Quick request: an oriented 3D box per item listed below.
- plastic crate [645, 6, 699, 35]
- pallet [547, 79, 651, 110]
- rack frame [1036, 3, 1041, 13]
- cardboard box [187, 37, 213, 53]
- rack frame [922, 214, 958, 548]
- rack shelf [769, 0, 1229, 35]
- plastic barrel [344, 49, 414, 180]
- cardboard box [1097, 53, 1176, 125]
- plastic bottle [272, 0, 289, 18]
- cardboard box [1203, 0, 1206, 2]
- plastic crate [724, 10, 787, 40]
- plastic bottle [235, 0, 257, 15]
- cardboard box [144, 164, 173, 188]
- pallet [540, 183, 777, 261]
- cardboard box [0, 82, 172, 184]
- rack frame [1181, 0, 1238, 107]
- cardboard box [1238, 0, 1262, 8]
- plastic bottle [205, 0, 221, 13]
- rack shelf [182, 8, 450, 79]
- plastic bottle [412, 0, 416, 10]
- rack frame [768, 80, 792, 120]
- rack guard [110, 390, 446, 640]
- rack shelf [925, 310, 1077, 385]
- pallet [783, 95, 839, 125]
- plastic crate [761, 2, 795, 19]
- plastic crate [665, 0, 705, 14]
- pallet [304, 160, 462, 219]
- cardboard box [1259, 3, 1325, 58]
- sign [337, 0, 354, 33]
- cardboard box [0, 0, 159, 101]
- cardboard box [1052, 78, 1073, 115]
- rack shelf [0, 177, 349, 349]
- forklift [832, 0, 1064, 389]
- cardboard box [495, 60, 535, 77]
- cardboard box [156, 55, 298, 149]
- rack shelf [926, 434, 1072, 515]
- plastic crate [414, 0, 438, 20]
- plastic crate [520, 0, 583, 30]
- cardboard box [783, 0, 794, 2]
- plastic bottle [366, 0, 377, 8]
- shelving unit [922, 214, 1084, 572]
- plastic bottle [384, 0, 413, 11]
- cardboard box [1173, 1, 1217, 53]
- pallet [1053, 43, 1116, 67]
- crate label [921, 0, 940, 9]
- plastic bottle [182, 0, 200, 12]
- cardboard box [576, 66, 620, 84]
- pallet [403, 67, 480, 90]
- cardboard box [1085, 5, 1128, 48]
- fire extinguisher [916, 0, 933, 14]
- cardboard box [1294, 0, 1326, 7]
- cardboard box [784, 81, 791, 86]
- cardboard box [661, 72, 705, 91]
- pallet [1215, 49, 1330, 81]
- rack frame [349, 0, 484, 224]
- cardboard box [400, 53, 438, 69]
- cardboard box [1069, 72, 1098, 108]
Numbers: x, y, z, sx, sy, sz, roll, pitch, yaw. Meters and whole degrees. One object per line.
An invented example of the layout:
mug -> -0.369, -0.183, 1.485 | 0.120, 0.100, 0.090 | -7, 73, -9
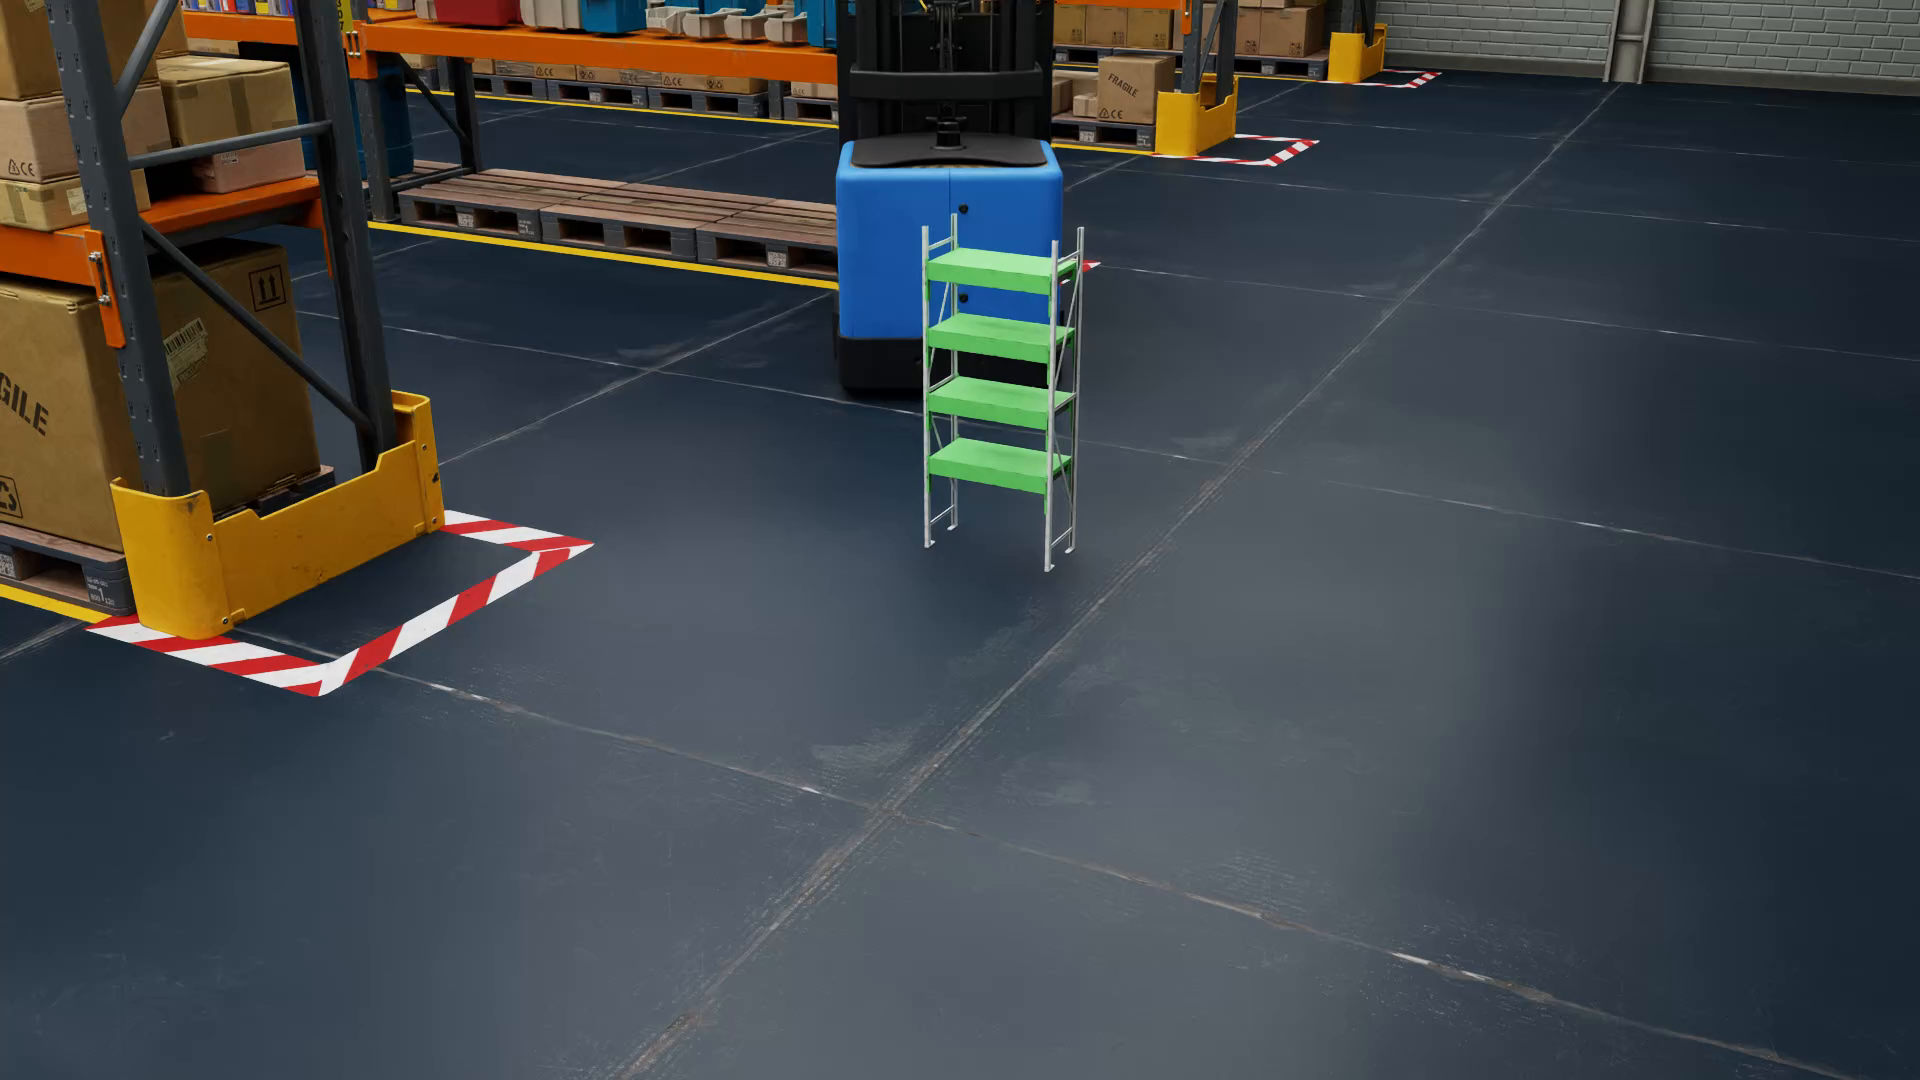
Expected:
plastic crate -> -1.752, -3.139, 10.059 | 0.250, 0.136, 0.298 | 11, 25, 25
pallet -> -3.326, -4.507, 16.579 | 1.213, 0.211, 1.003 | 11, 25, 25
rack frame -> 0.742, -7.176, 19.290 | 0.127, 3.000, 1.000 | 11, 25, 25
cardboard box -> -8.381, -5.628, 18.627 | 0.500, 0.250, 0.500 | 11, 25, 23
rack frame -> -0.070, -0.566, 6.048 | 0.015, 1.200, 0.240 | 11, 25, 25
rack shelf -> 0.295, -4.761, 14.531 | 4.000, 0.370, 1.077 | 11, 25, 25
plastic barrel -> -4.206, -3.045, 11.723 | 0.708, 0.901, 0.600 | 11, 25, 25
cardboard box -> 1.483, -3.801, 13.986 | 0.500, 0.500, 0.500 | 11, 25, 25
plastic bottle -> -4.552, -3.680, 11.229 | 0.135, 0.276, 0.152 | 11, 25, 25
cardboard box -> 2.711, -6.171, 18.755 | 0.250, 0.149, 0.380 | 11, 26, 25
plastic crate -> -1.220, -3.053, 9.855 | 0.243, 0.136, 0.396 | 11, 25, 25
plastic bottle -> -4.861, -3.774, 11.354 | 0.185, 0.351, 0.144 | 11, 25, 25
cardboard box -> -2.791, -1.387, 5.999 | 0.250, 0.149, 0.380 | 11, 25, 24
pallet -> -1.962, -2.101, 10.921 | 1.213, 0.211, 1.003 | 11, 25, 25
cardboard box -> -2.946, -1.340, 5.380 | 0.500, 0.250, 0.500 | 11, 25, 24
rack frame -> 2.080, -4.739, 13.560 | 0.127, 3.000, 1.000 | 11, 25, 25
cardboard box -> 3.216, -5.903, 18.127 | 0.250, 0.149, 0.380 | 12, 26, 26
plastic bottle -> -5.122, -3.793, 11.494 | 0.135, 0.276, 0.152 | 11, 25, 25
rack shelf -> -5.513, -3.738, 12.126 | 4.000, 0.370, 1.077 | 11, 25, 25
plastic bottle -> -3.863, -3.876, 11.680 | 0.133, 0.283, 0.061 | 11, 25, 25
rack frame -> -1.490, -5.445, 15.221 | 0.127, 3.000, 1.000 | 11, 25, 25
rack guard -> -2.372, -0.125, 5.905 | 0.348, 0.500, 1.175 | 11, 25, 25
rack shelf -> 0.148, -0.685, 5.878 | 0.480, 0.148, 0.258 | 11, 25, 25
pallet -> -0.878, -4.040, 15.481 | 1.213, 0.211, 1.003 | 11, 25, 25
plastic crate -> -1.085, -3.280, 10.389 | 0.298, 0.136, 0.250 | 11, 25, 25
plastic crate -> -1.673, -3.404, 10.559 | 0.300, 0.233, 0.416 | 11, 25, 25
pallet -> -4.398, -2.583, 12.055 | 1.213, 0.211, 1.003 | 11, 25, 25
cardboard box -> 3.641, -5.601, 18.245 | 0.500, 0.500, 0.700 | 11, 25, 25
sign -> -2.138, -1.907, 5.694 | 0.005, 0.325, 0.100 | 11, 25, 25
cardboard box -> -2.947, -1.687, 5.237 | 0.500, 0.500, 0.500 | 12, 26, 25
cardboard box -> 0.649, -3.864, 14.454 | 0.500, 0.250, 0.500 | 11, 25, 25
rack shelf -> -4.178, -1.302, 6.397 | 4.000, 0.370, 1.077 | 11, 25, 25
forklift -> -0.083, -2.580, 8.572 | 1.130, 2.935, 3.031 | -1, 23, -1
cardboard box -> -4.313, -4.933, 16.648 | 0.500, 0.500, 0.500 | 10, 25, 23
cardboard box -> -2.700, -1.526, 5.818 | 0.500, 0.250, 0.500 | 10, 25, 23
rack shelf -> 0.148, -0.243, 6.065 | 0.480, 0.148, 0.258 | 11, 25, 25
plastic crate -> -3.378, -3.490, 10.884 | 0.243, 0.136, 0.396 | 11, 25, 25
plastic crate -> -2.449, -3.355, 10.381 | 0.530, 0.282, 0.437 | 11, 25, 25
cardboard box -> -2.231, -6.910, 20.877 | 0.750, 0.750, 0.750 | 11, 25, 24
plastic bottle -> -4.180, -3.925, 11.811 | 0.097, 0.271, 0.097 | 0, 23, 0
shelving unit -> 0.148, -0.523, 5.946 | 0.503, 1.200, 0.258 | 11, 25, 25
plastic bottle -> -3.932, -3.876, 11.593 | 0.185, 0.351, 0.144 | 11, 25, 25
cardboard box -> 2.746, -5.778, 18.661 | 0.500, 0.500, 0.700 | 10, 25, 23
pallet -> 1.385, -5.731, 19.456 | 1.213, 0.211, 1.003 | 11, 25, 25
crate label -> -0.231, -3.119, 9.887 | 0.303, 0.233, 0.416 | 11, 25, 25
plastic bottle -> -5.329, -3.834, 11.590 | 0.135, 0.276, 0.152 | 11, 25, 25
cardboard box -> -3.399, -4.752, 16.223 | 0.500, 0.500, 0.500 | 10, 25, 23
pallet -> -5.777, -5.027, 17.801 | 1.213, 0.211, 1.003 | 11, 25, 25
cardboard box -> 1.810, -5.961, 19.091 | 0.500, 0.500, 0.700 | 11, 25, 24
fire extinguisher -> -0.229, -2.617, 9.146 | 0.183, 0.674, 0.296 | 11, 25, 25
cardboard box -> 3.843, -5.947, 18.231 | 0.250, 0.149, 0.380 | 11, 26, 25
cardboard box -> -1.812, -4.668, 16.025 | 0.500, 0.500, 0.500 | 10, 25, 22
cardboard box -> -2.497, -4.574, 15.806 | 0.500, 0.500, 0.500 | 11, 26, 25
pallet -> 3.562, -5.300, 18.443 | 1.213, 0.211, 1.003 | 11, 25, 25
rack frame -> -3.728, -3.716, 11.154 | 0.127, 3.000, 1.000 | 11, 25, 25
cardboard box -> -5.639, -5.087, 17.356 | 0.500, 0.250, 0.500 | 12, 26, 26
cardboard box -> 1.276, -3.959, 14.678 | 0.500, 0.250, 0.500 | 11, 25, 25
